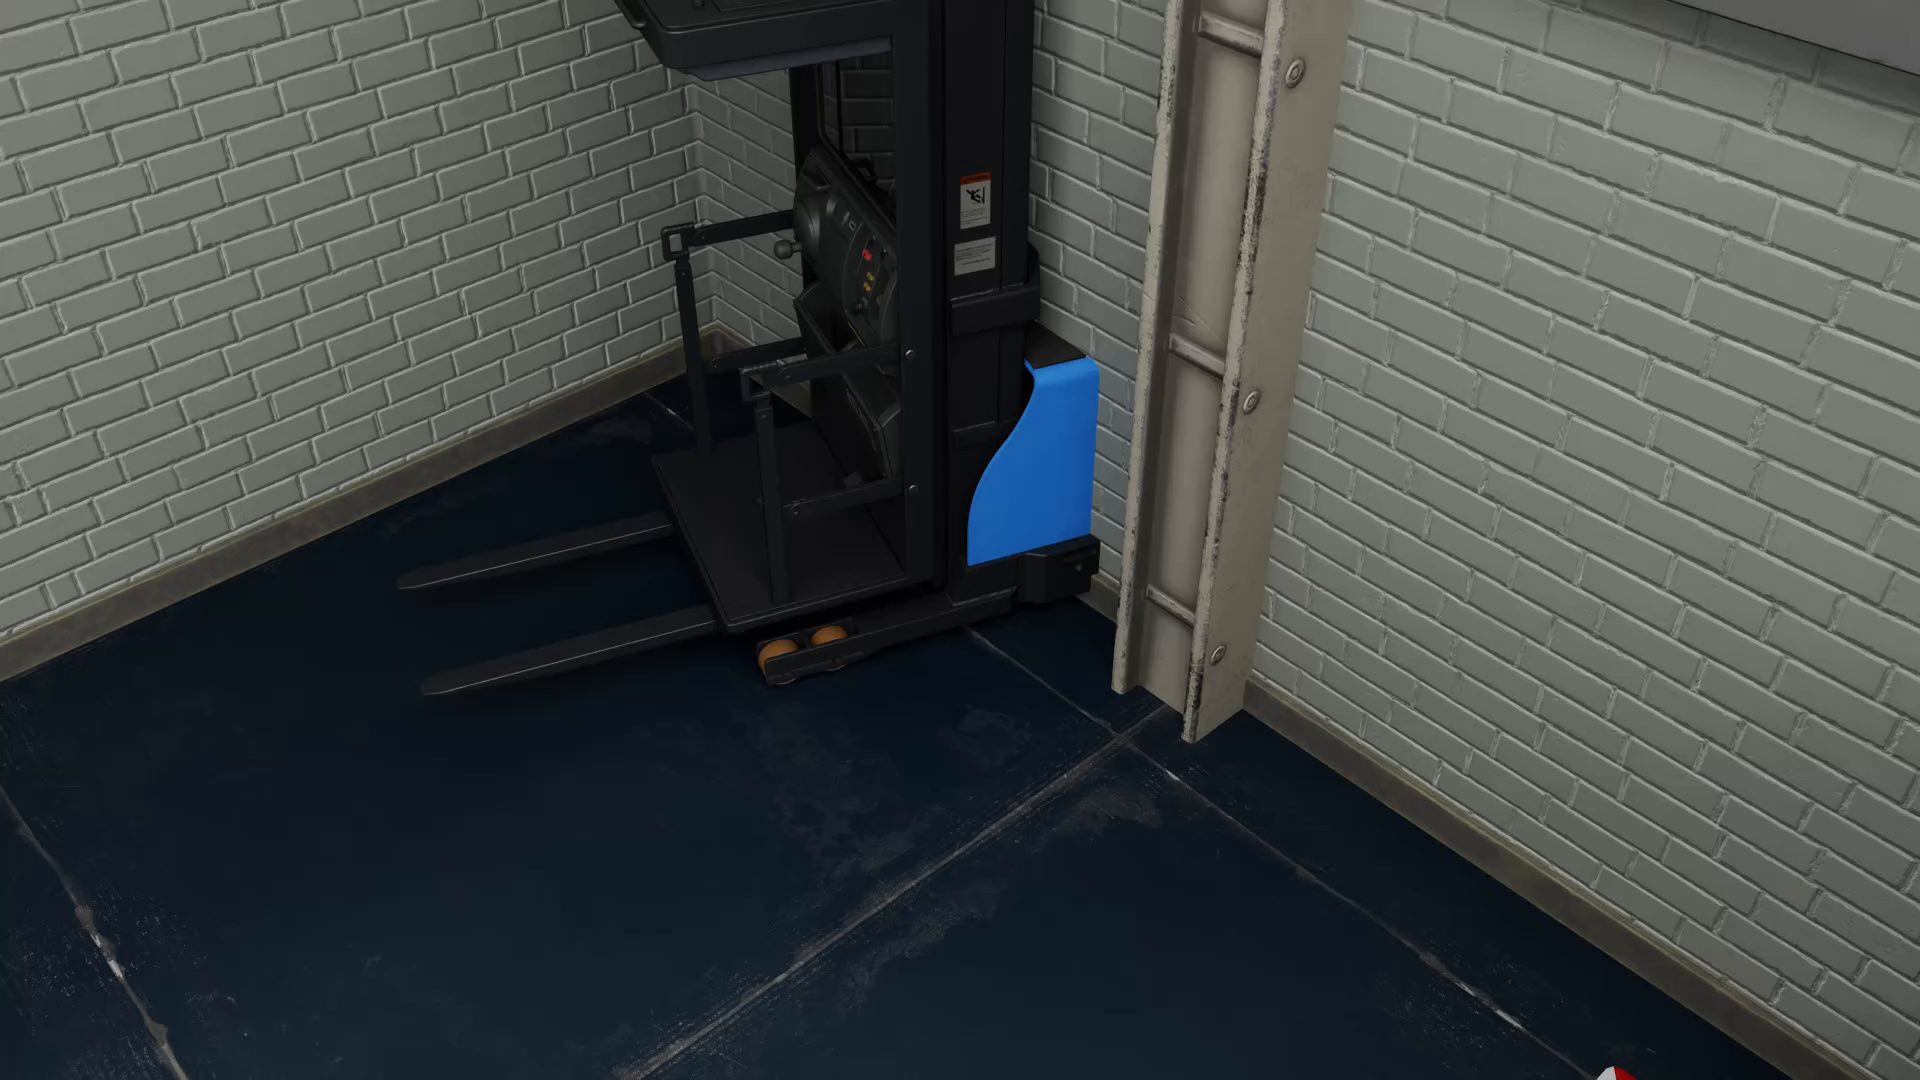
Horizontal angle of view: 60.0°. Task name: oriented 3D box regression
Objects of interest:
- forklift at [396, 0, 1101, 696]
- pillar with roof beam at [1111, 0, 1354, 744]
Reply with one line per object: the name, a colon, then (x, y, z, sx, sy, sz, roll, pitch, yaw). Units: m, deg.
forklift: (-0.582, -0.989, 5.642, 3.031, 2.935, 1.130, -15, 41, -17)
pillar with roof beam: (-2.375, -1.107, 0.959, 9.100, 9.000, 0.400, -30, 48, -32)
